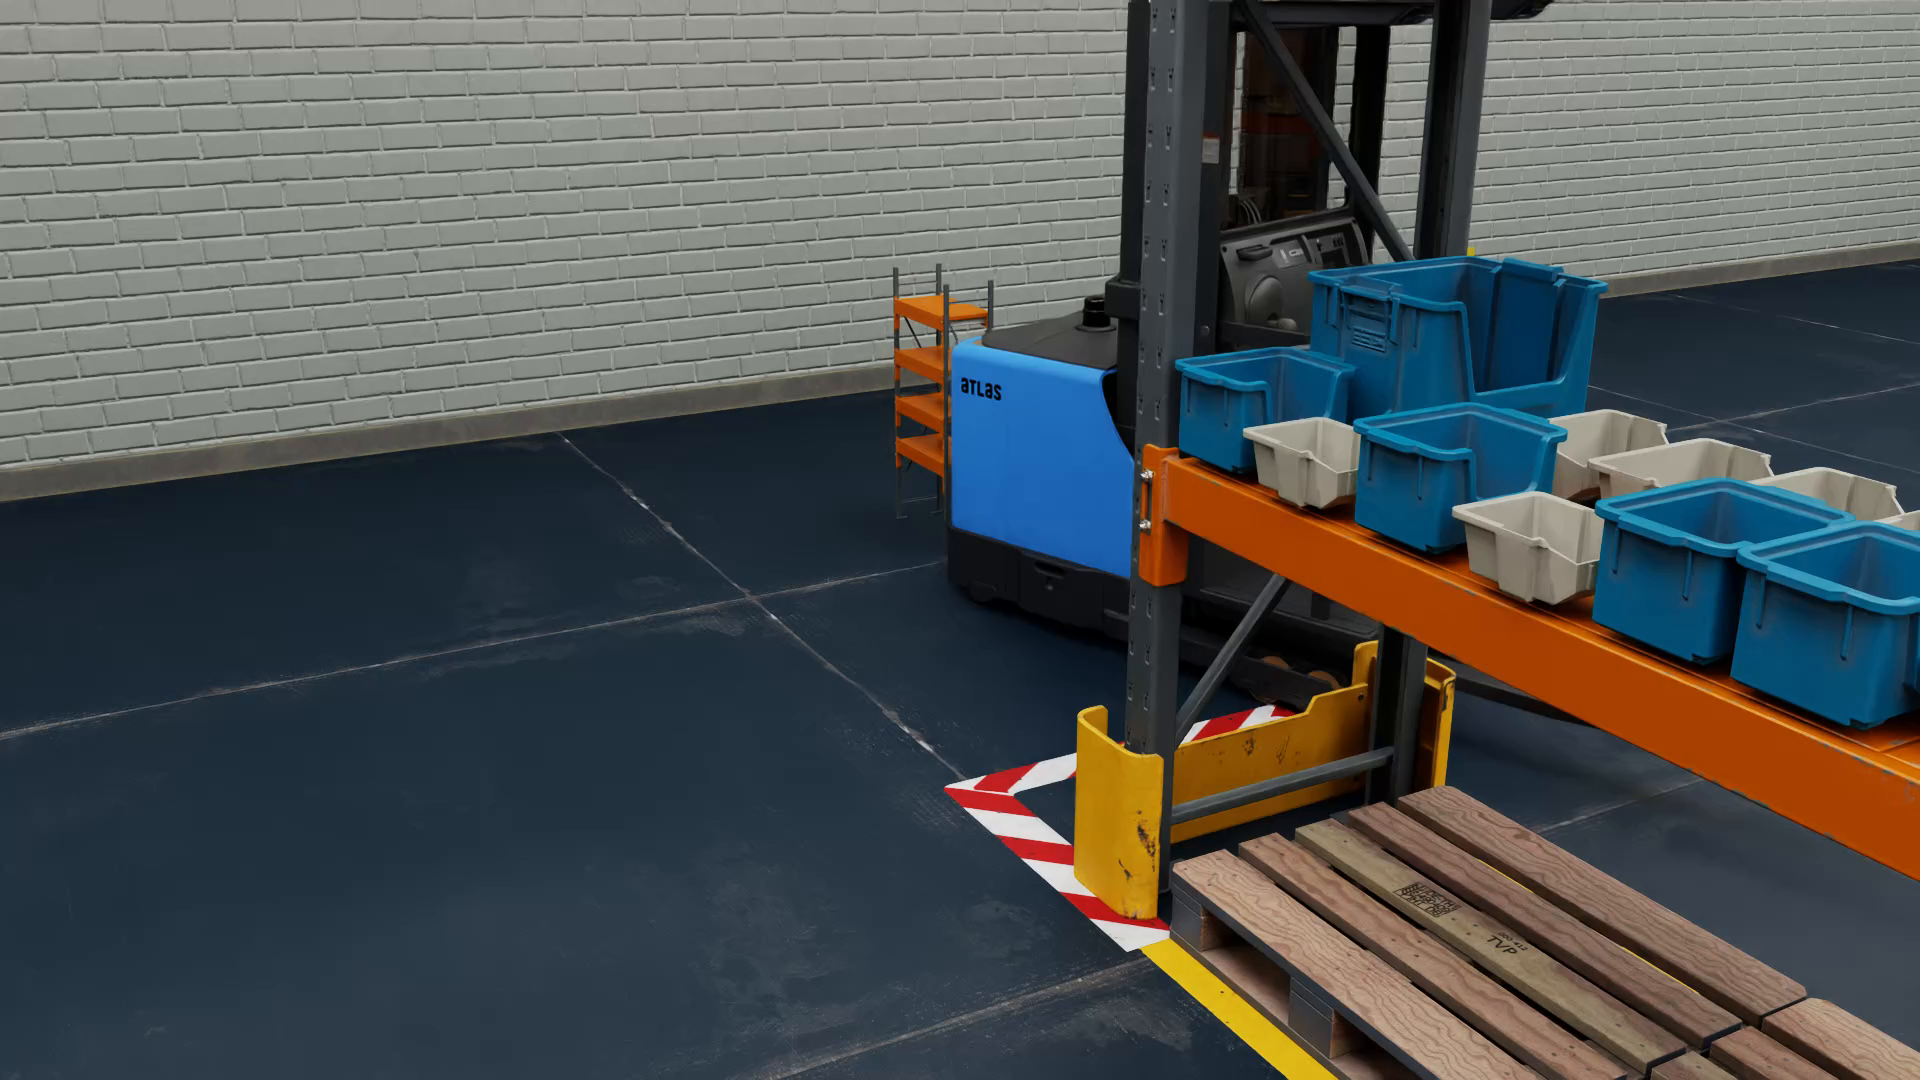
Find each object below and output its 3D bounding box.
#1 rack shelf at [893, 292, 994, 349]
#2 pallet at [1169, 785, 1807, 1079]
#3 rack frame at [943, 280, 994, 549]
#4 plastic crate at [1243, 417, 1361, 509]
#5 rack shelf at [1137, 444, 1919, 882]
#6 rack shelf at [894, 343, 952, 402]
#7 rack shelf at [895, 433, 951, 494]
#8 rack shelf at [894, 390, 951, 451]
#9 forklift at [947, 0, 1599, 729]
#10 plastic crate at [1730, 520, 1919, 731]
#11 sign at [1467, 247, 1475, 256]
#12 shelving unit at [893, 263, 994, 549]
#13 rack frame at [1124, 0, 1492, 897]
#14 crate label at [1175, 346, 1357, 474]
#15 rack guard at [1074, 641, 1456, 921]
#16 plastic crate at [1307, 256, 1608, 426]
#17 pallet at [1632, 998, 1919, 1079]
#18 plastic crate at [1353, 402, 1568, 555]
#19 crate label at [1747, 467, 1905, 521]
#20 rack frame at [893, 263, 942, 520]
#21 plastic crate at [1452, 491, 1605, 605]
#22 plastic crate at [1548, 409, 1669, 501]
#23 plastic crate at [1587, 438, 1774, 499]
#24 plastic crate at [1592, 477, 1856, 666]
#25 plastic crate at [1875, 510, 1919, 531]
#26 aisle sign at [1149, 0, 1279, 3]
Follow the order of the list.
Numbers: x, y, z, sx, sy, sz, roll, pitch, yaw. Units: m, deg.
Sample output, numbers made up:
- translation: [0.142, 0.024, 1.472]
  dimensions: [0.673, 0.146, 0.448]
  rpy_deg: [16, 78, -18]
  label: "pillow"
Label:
- translation: [-0.079, -0.986, 7.445]
  dimensions: [0.258, 0.148, 0.480]
  rpy_deg: [-10, 21, -27]
  label: "rack shelf"
- translation: [1.282, 1.066, 4.218]
  dimensions: [1.003, 0.211, 1.213]
  rpy_deg: [-10, 21, -27]
  label: "pallet"
- translation: [0.037, -0.545, 7.370]
  dimensions: [0.240, 1.200, 0.015]
  rpy_deg: [-10, 21, -27]
  label: "rack frame"
- translation: [0.832, -0.172, 3.842]
  dimensions: [0.250, 0.136, 0.298]
  rpy_deg: [-10, 21, -27]
  label: "plastic crate"
- translation: [1.875, 0.420, 2.920]
  dimensions: [1.077, 0.370, 4.000]
  rpy_deg: [-10, 21, -27]
  label: "rack shelf"
- translation: [-0.079, -0.763, 7.522]
  dimensions: [0.258, 0.148, 0.480]
  rpy_deg: [-10, 21, -27]
  label: "rack shelf"
- translation: [-0.079, -0.363, 7.660]
  dimensions: [0.258, 0.148, 0.480]
  rpy_deg: [-10, 21, -27]
  label: "rack shelf"
- translation: [-0.079, -0.551, 7.595]
  dimensions: [0.258, 0.148, 0.480]
  rpy_deg: [-10, 21, -27]
  label: "rack shelf"
- translation: [1.378, -0.952, 5.898]
  dimensions: [3.031, 2.935, 1.130]
  rpy_deg: [16, 25, 39]
  label: "forklift"
- translation: [1.520, 0.142, 2.786]
  dimensions: [0.416, 0.233, 0.300]
  rpy_deg: [-10, 21, -27]
  label: "plastic crate"
- translation: [1.401, -0.662, 4.700]
  dimensions: [0.100, 0.325, 0.005]
  rpy_deg: [-10, 21, -27]
  label: "sign"
- translation: [-0.079, -0.615, 7.573]
  dimensions: [0.258, 1.200, 0.503]
  rpy_deg: [-10, 21, -27]
  label: "shelving unit"
- translation: [0.925, -0.495, 4.466]
  dimensions: [1.000, 3.000, 0.127]
  rpy_deg: [-10, 21, -27]
  label: "rack frame"
- translation: [0.753, -0.322, 4.131]
  dimensions: [0.416, 0.233, 0.303]
  rpy_deg: [-10, 21, -27]
  label: "crate label"
- translation: [0.902, 0.682, 4.888]
  dimensions: [1.175, 0.500, 0.348]
  rpy_deg: [-10, 21, -27]
  label: "rack guard"
- translation: [1.248, -0.473, 4.256]
  dimensions: [0.616, 0.435, 0.499]
  rpy_deg: [-10, 21, -27]
  label: "plastic crate"
- translation: [1.858, 1.416, 3.204]
  dimensions: [1.003, 0.211, 1.213]
  rpy_deg: [-10, 21, -27]
  label: "pallet"
- translation: [1.065, -0.133, 3.583]
  dimensions: [0.416, 0.233, 0.300]
  rpy_deg: [-10, 21, -27]
  label: "plastic crate"
- translation: [1.750, -0.031, 3.434]
  dimensions: [0.396, 0.136, 0.243]
  rpy_deg: [-10, 21, -27]
  label: "crate label"
- translation: [-0.194, -0.685, 7.776]
  dimensions: [0.240, 1.200, 0.015]
  rpy_deg: [-10, 21, -27]
  label: "rack frame"
- translation: [1.154, 0.023, 3.278]
  dimensions: [0.250, 0.136, 0.298]
  rpy_deg: [-10, 21, -27]
  label: "plastic crate"
- translation: [1.472, -0.192, 3.902]
  dimensions: [0.396, 0.136, 0.243]
  rpy_deg: [-10, 21, -27]
  label: "plastic crate"
- translation: [1.597, -0.107, 3.655]
  dimensions: [0.396, 0.136, 0.243]
  rpy_deg: [-10, 21, -27]
  label: "plastic crate"
- translation: [1.378, 0.056, 3.035]
  dimensions: [0.416, 0.233, 0.300]
  rpy_deg: [-10, 21, -27]
  label: "plastic crate"
- translation: [1.907, 0.051, 3.196]
  dimensions: [0.298, 0.136, 0.250]
  rpy_deg: [-10, 21, -27]
  label: "plastic crate"
- translation: [0.629, -1.698, 3.969]
  dimensions: [0.394, 0.787, 0.004]
  rpy_deg: [-10, 21, -27]
  label: "aisle sign"
